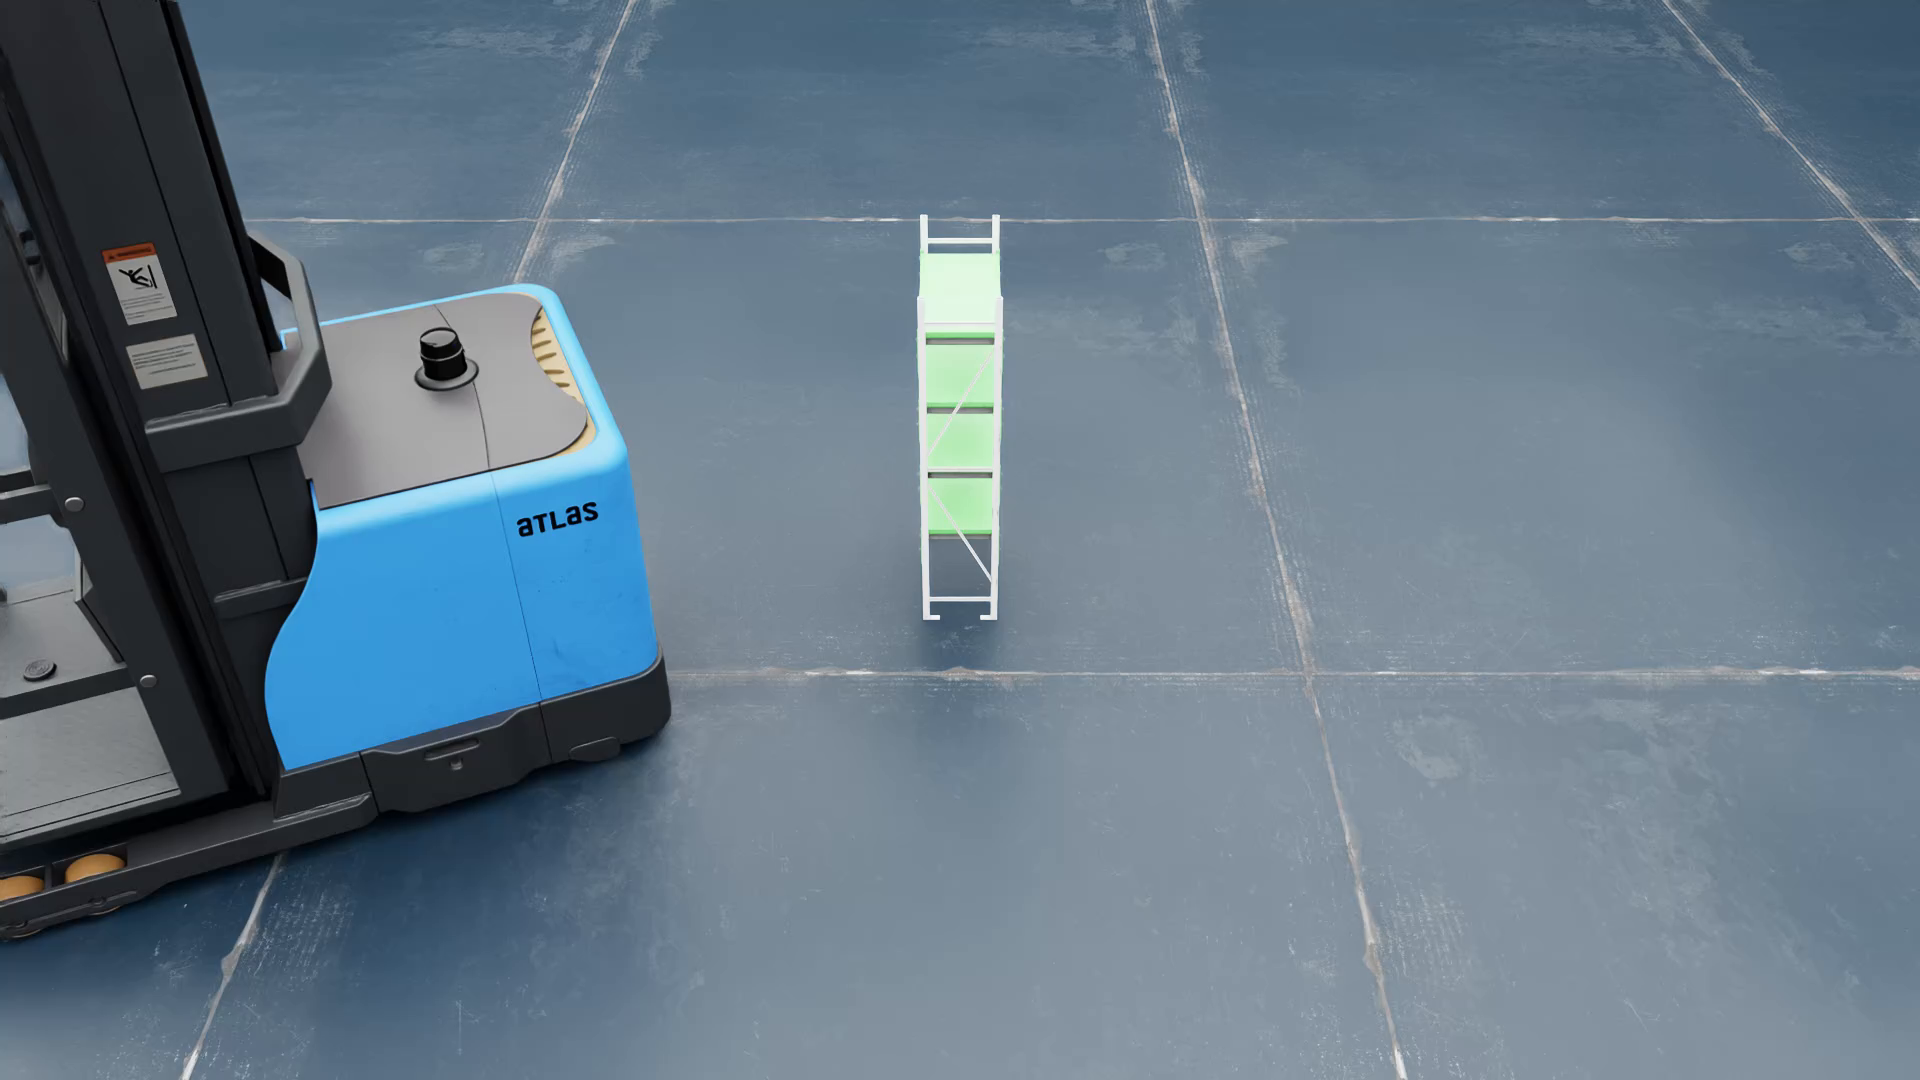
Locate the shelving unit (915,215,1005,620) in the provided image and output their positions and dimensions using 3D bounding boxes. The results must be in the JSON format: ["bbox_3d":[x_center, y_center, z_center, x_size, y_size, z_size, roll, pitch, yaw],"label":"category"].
[{"bbox_3d":[0.000,-0.365,5.246,0.258,1.200,0.503,0,39,0],"label":"shelving unit"}]

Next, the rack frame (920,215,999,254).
[{"bbox_3d":[0.000,-0.517,5.436,0.240,1.200,0.015,0,39,0],"label":"rack frame"}]

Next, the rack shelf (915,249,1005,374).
[{"bbox_3d":[0.000,-0.689,4.985,0.258,0.148,0.480,0,39,0],"label":"rack shelf"}]

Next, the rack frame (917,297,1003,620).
[{"bbox_3d":[0.000,-0.212,5.055,0.240,1.200,0.015,0,39,0],"label":"rack frame"}]

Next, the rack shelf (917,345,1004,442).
[{"bbox_3d":[0.000,-0.502,5.135,0.258,0.148,0.480,0,39,0],"label":"rack shelf"}]

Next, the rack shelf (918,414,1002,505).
[{"bbox_3d":[0.000,-0.315,5.286,0.258,0.148,0.480,0,39,0],"label":"rack shelf"}]

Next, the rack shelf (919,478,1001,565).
[{"bbox_3d":[0.000,-0.128,5.436,0.258,0.148,0.480,0,39,0],"label":"rack shelf"}]

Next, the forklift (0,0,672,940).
[{"bbox_3d":[-2.432,-0.463,3.984,3.031,2.935,1.130,-15,41,-18],"label":"forklift"}]
